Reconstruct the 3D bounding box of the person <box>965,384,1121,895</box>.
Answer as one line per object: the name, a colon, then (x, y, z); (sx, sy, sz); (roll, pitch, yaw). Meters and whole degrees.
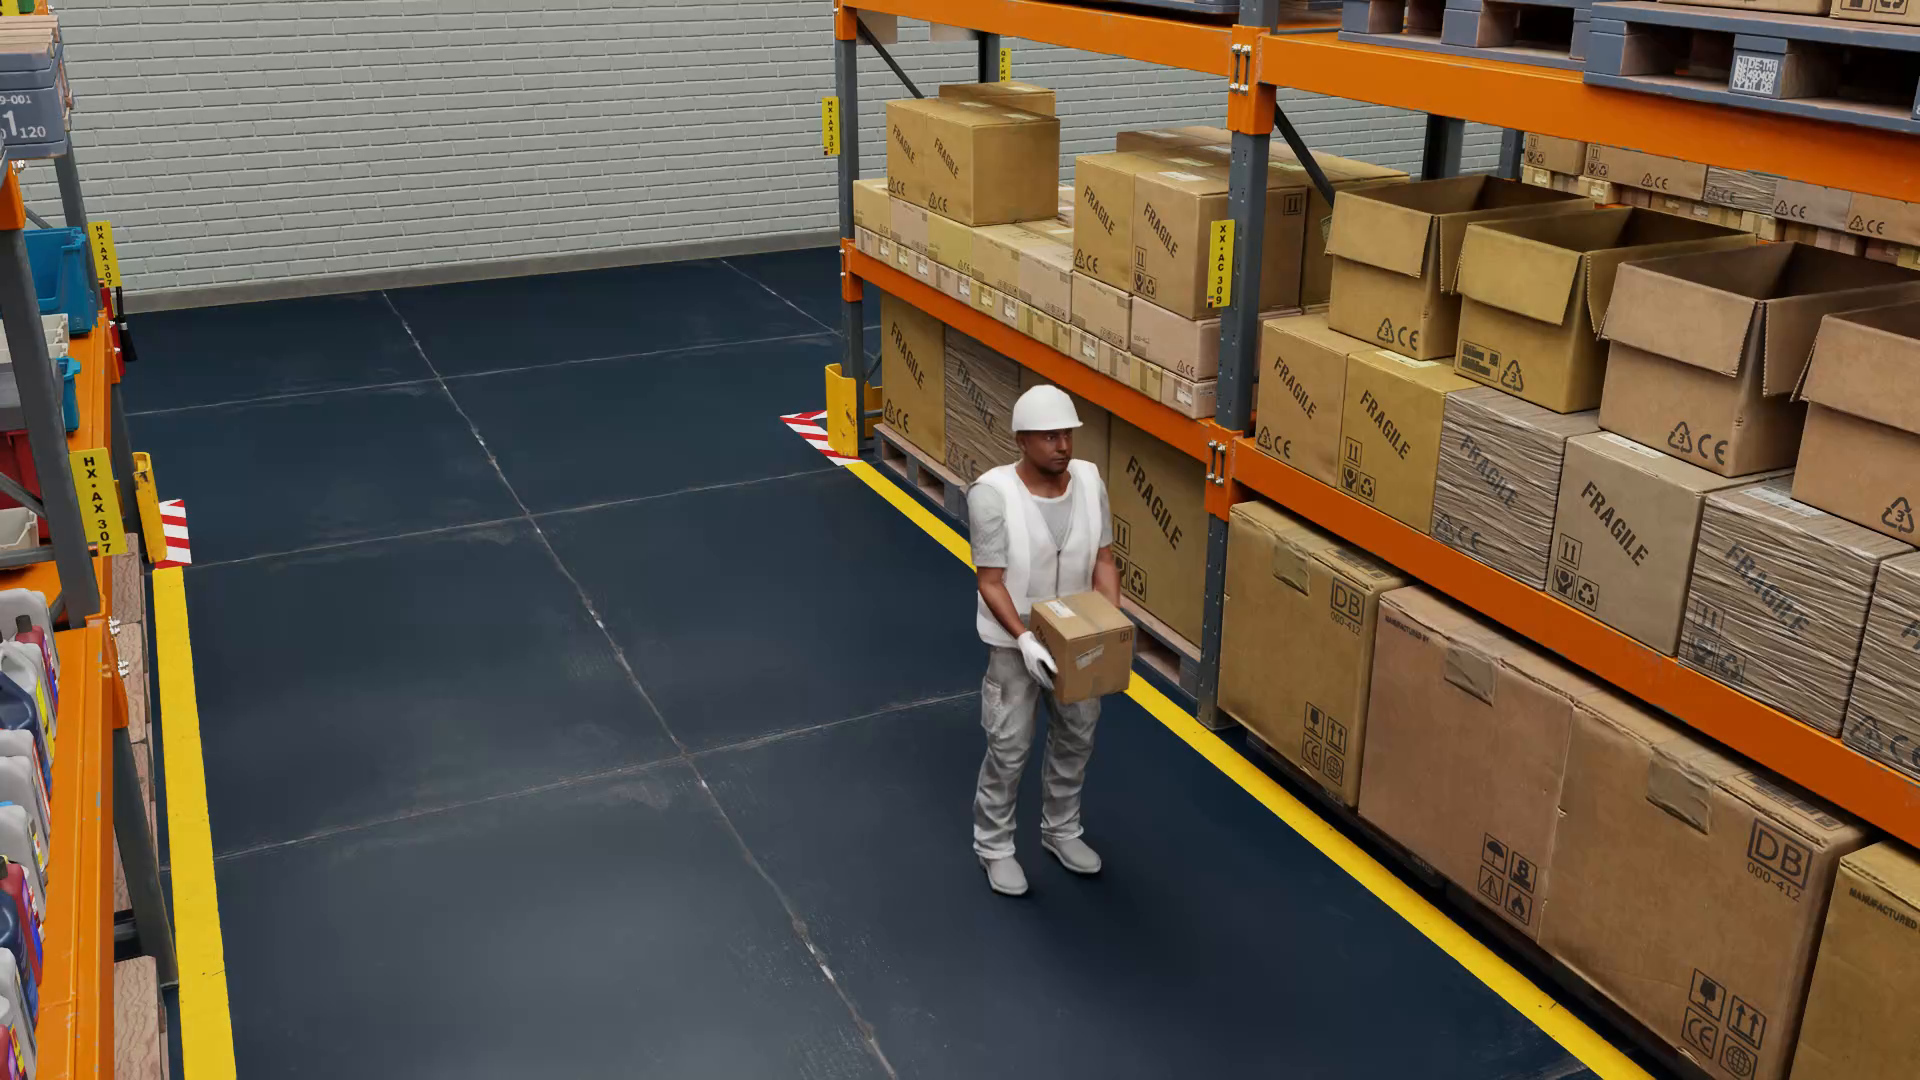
person: (0.315, 0.364, 5.652); (0.532, 1.789, 0.541); (-10, 24, -24)
